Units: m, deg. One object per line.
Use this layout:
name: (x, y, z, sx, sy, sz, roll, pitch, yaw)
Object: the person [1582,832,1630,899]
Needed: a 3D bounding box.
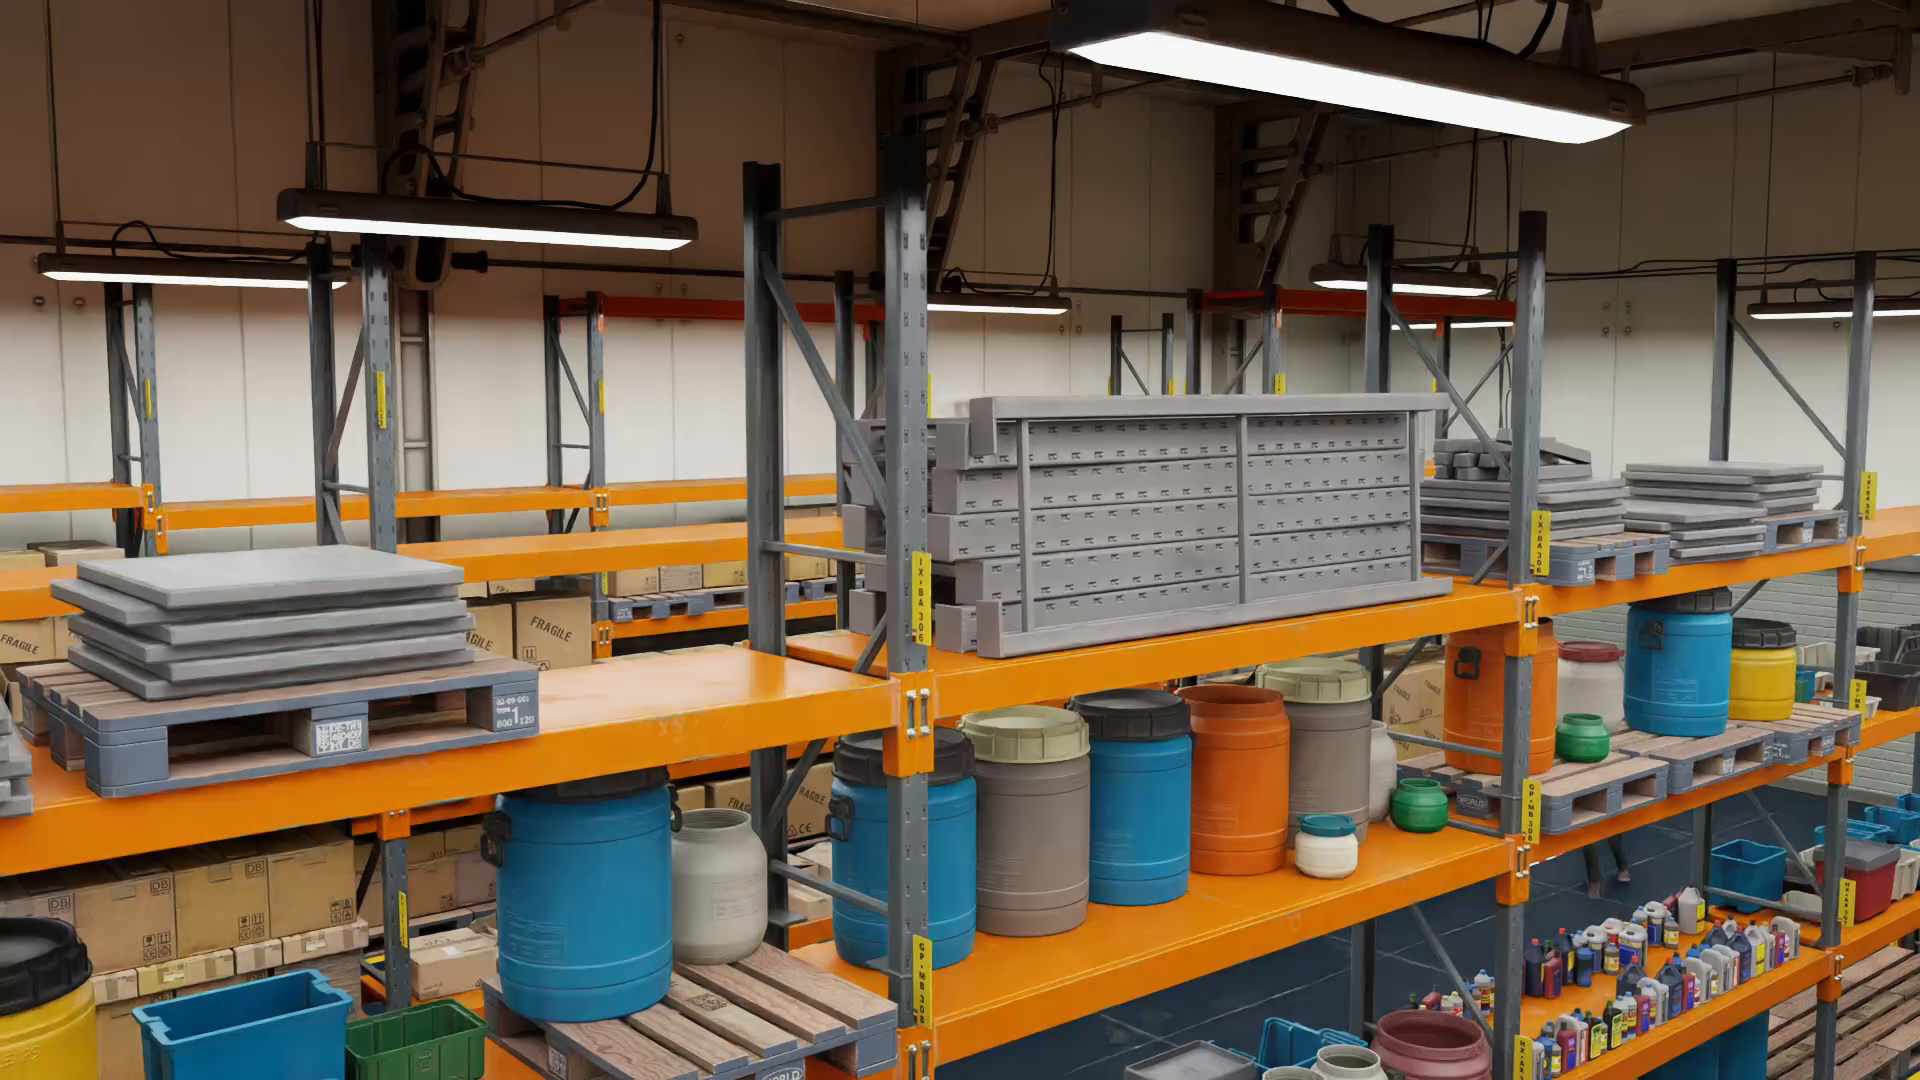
person: (6.499, 2.818, 16.788, 0.601, 1.586, 0.957, 5, 7, 42)
